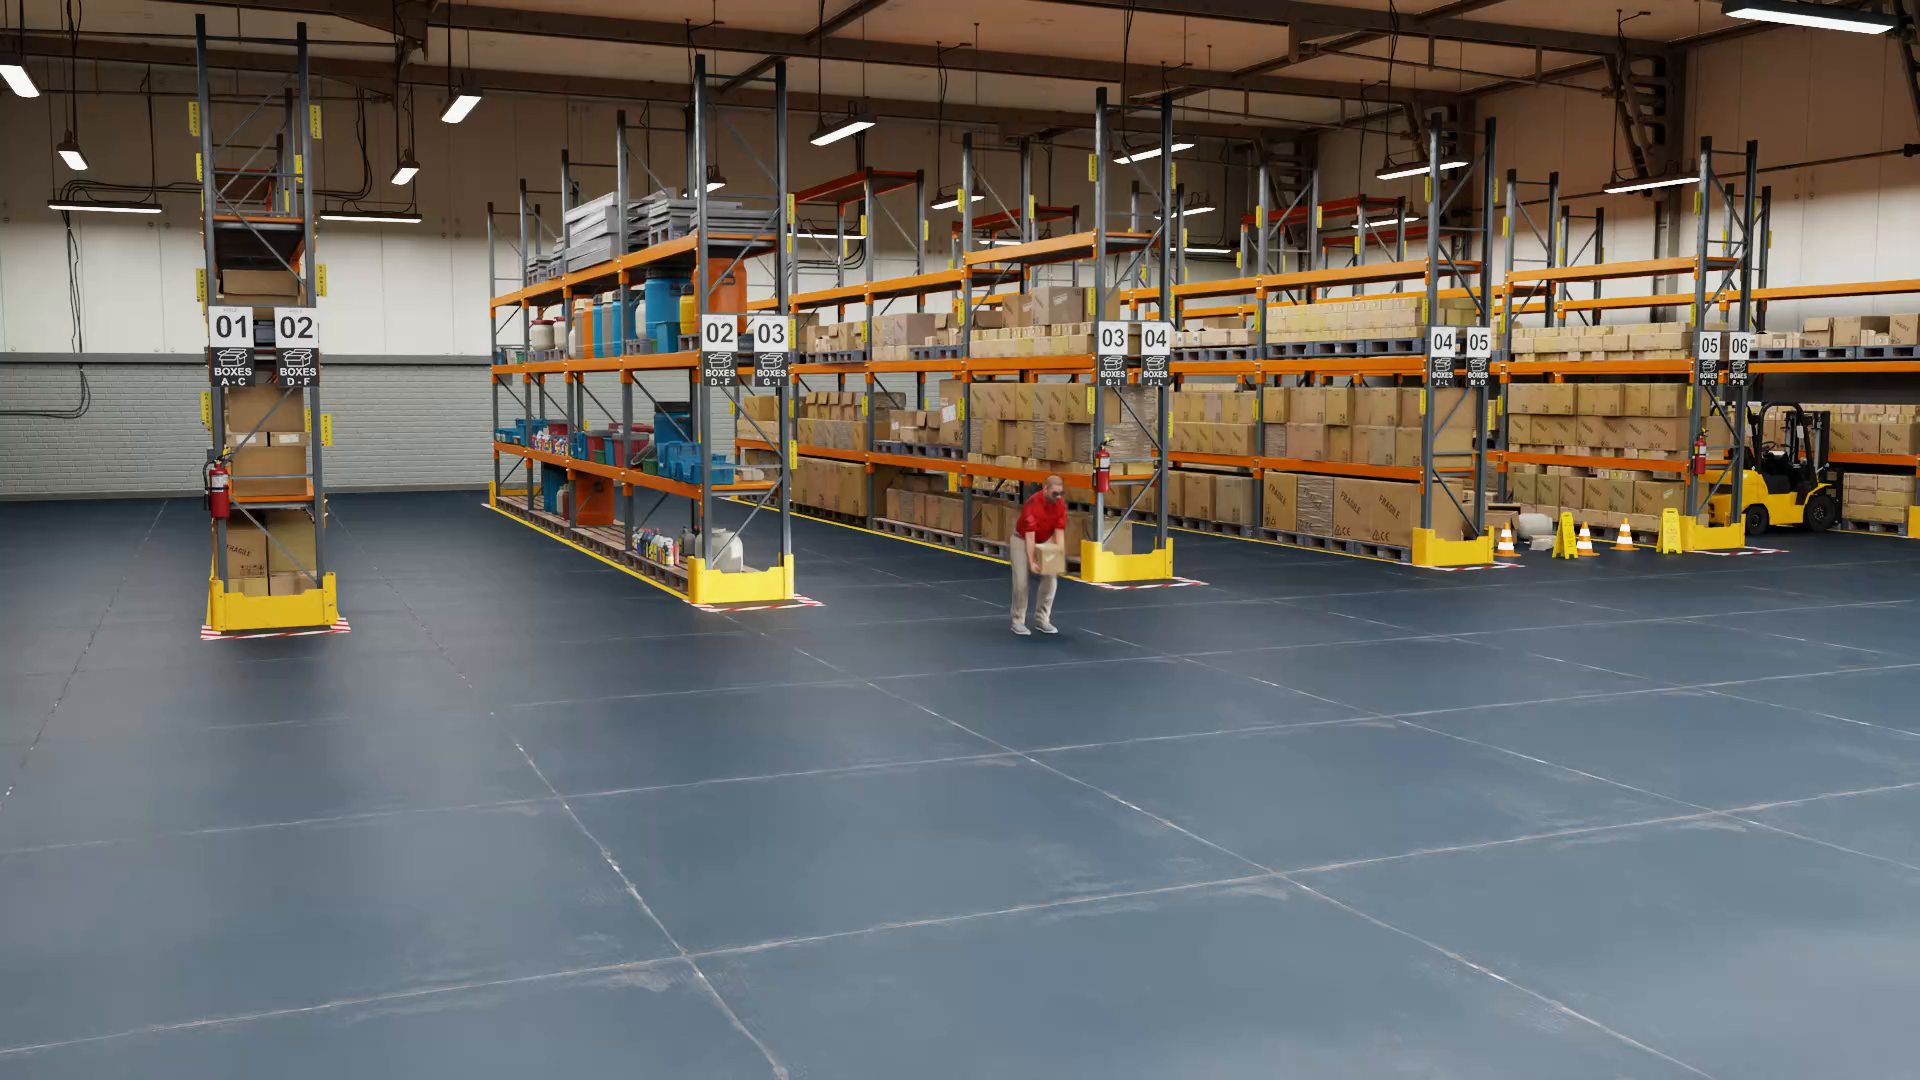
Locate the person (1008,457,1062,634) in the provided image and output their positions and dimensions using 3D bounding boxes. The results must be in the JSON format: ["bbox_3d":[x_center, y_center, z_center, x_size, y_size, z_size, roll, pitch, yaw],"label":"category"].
[{"bbox_3d":[0.756,0.057,16.245,0.509,1.722,0.533,-2,6,-24],"label":"person"}]
